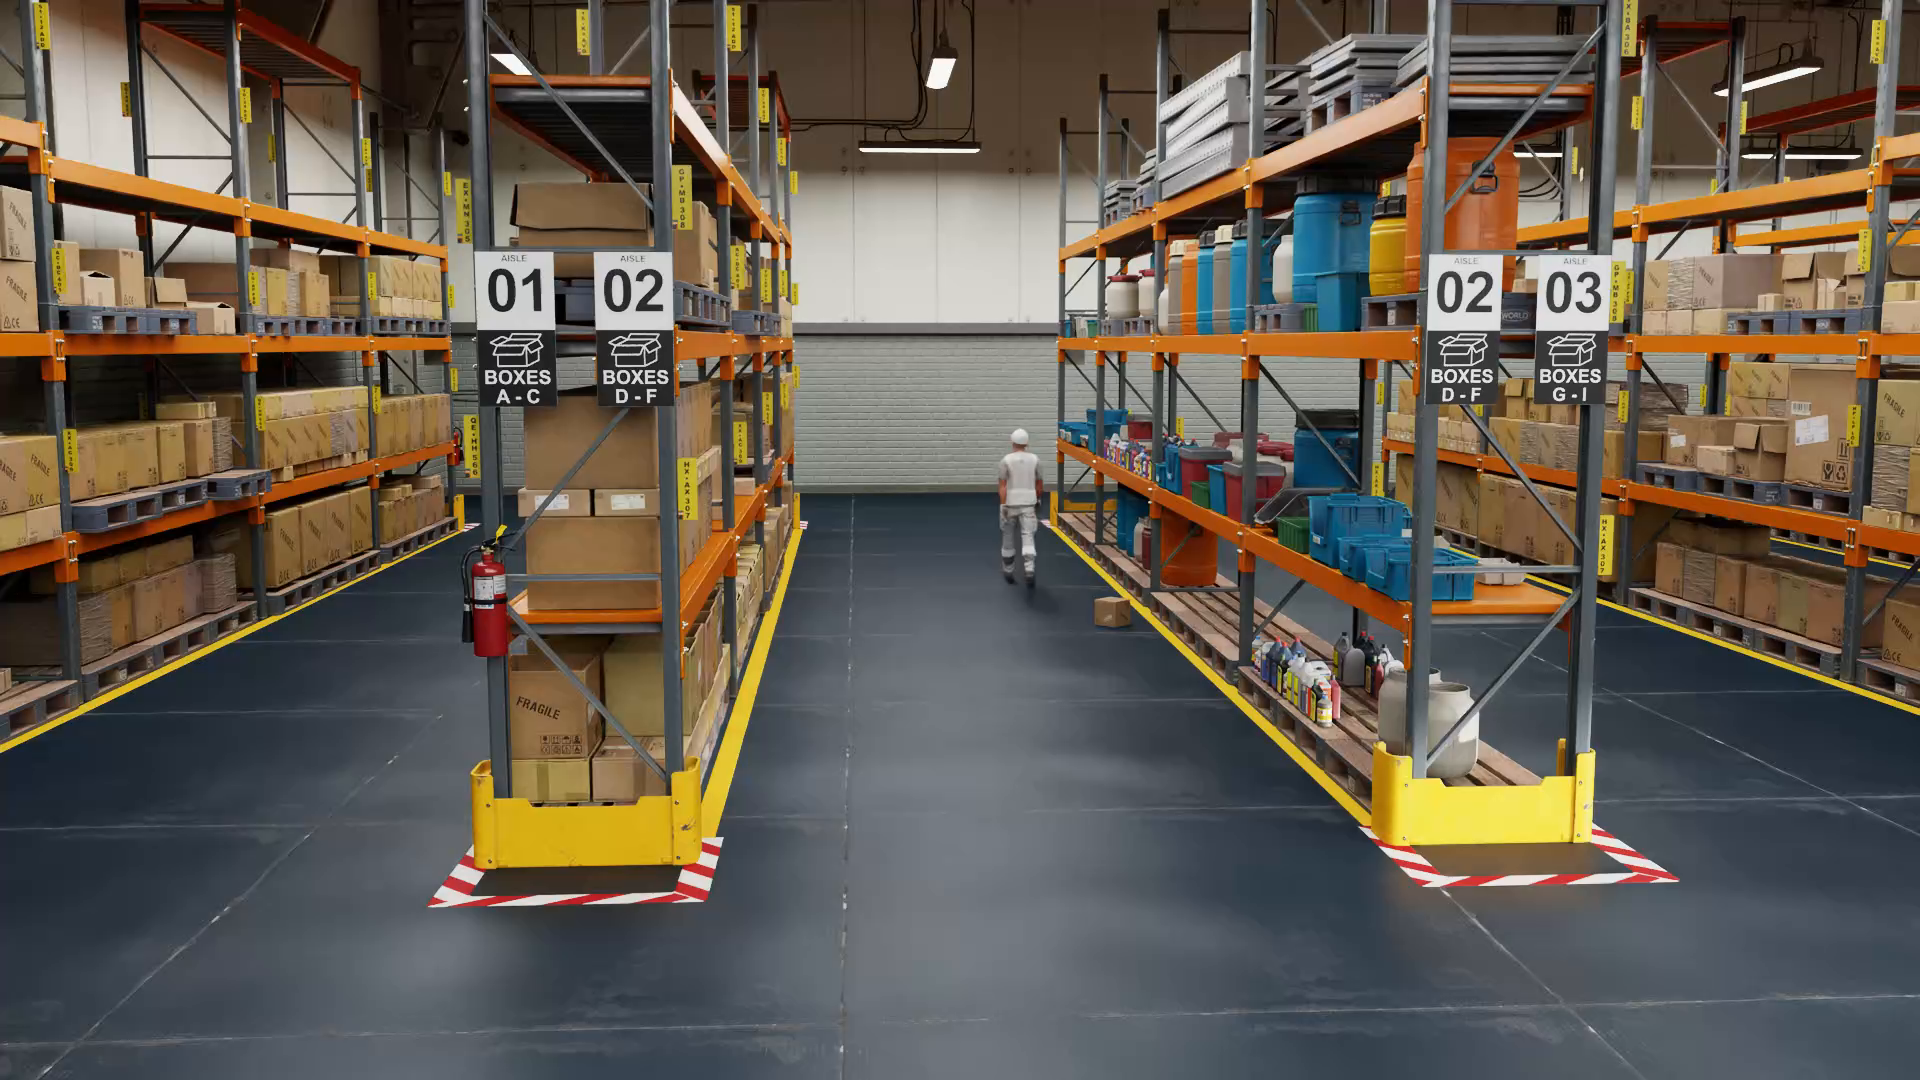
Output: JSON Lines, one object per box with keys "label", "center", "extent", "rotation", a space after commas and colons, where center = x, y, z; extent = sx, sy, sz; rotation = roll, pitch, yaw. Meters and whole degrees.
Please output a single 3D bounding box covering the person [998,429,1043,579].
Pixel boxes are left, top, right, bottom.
{"label": "person", "center": [0.689, -0.410, 19.123], "extent": [0.533, 1.747, 1.028], "rotation": [0, 7, -4]}
